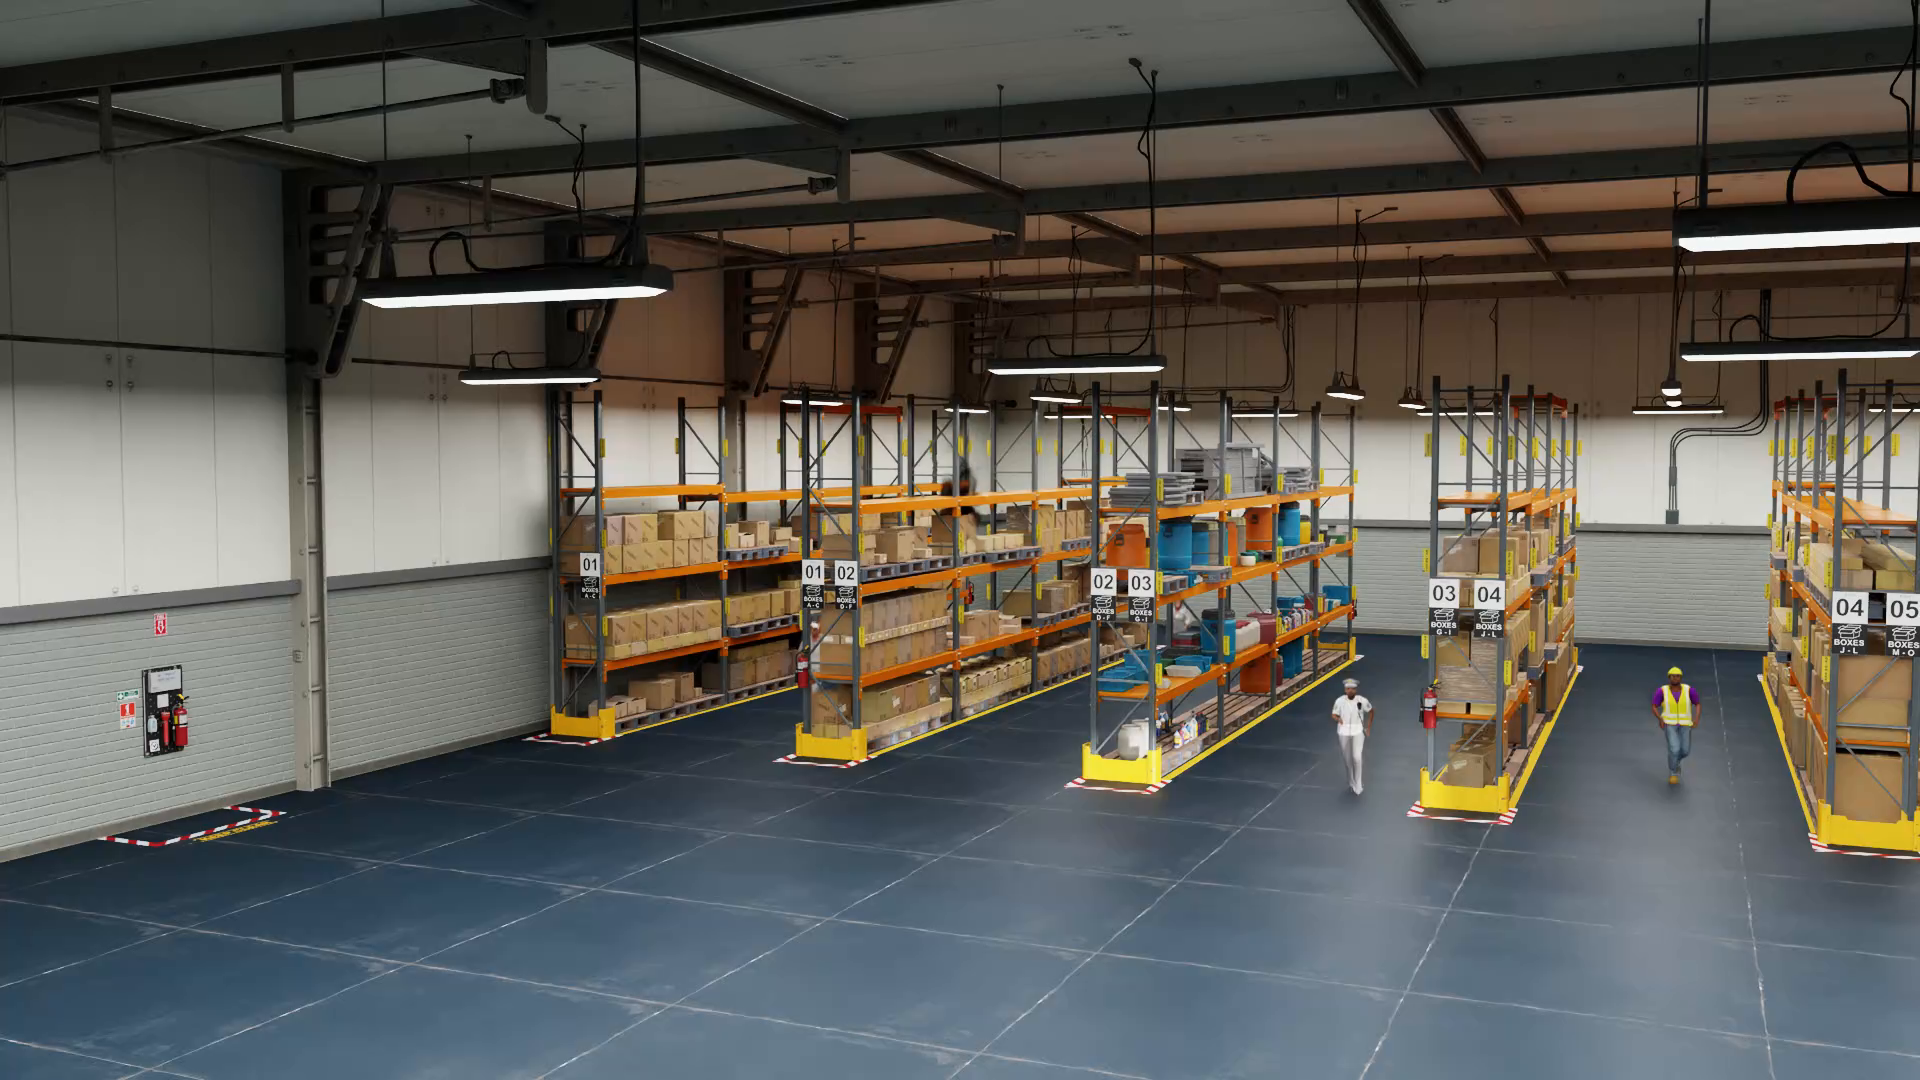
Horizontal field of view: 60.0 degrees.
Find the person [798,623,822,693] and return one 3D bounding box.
[{"bbox_3d":[-2.701,2.414,30.835,0.669,1.764,0.908,1,3,14],"label":"person"}]

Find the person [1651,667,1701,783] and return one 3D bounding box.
[{"bbox_3d":[10.737,2.767,24.937,0.698,1.729,0.546,1,3,16],"label":"person"}]

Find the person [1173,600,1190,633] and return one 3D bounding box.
[{"bbox_3d":[4.938,2.135,37.739,0.538,1.596,0.807,1,3,12],"label":"person"}]

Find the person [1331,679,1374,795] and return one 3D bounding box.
[{"bbox_3d":[5.694,2.835,24.164,0.588,1.682,0.740,1,3,22],"label":"person"}]
